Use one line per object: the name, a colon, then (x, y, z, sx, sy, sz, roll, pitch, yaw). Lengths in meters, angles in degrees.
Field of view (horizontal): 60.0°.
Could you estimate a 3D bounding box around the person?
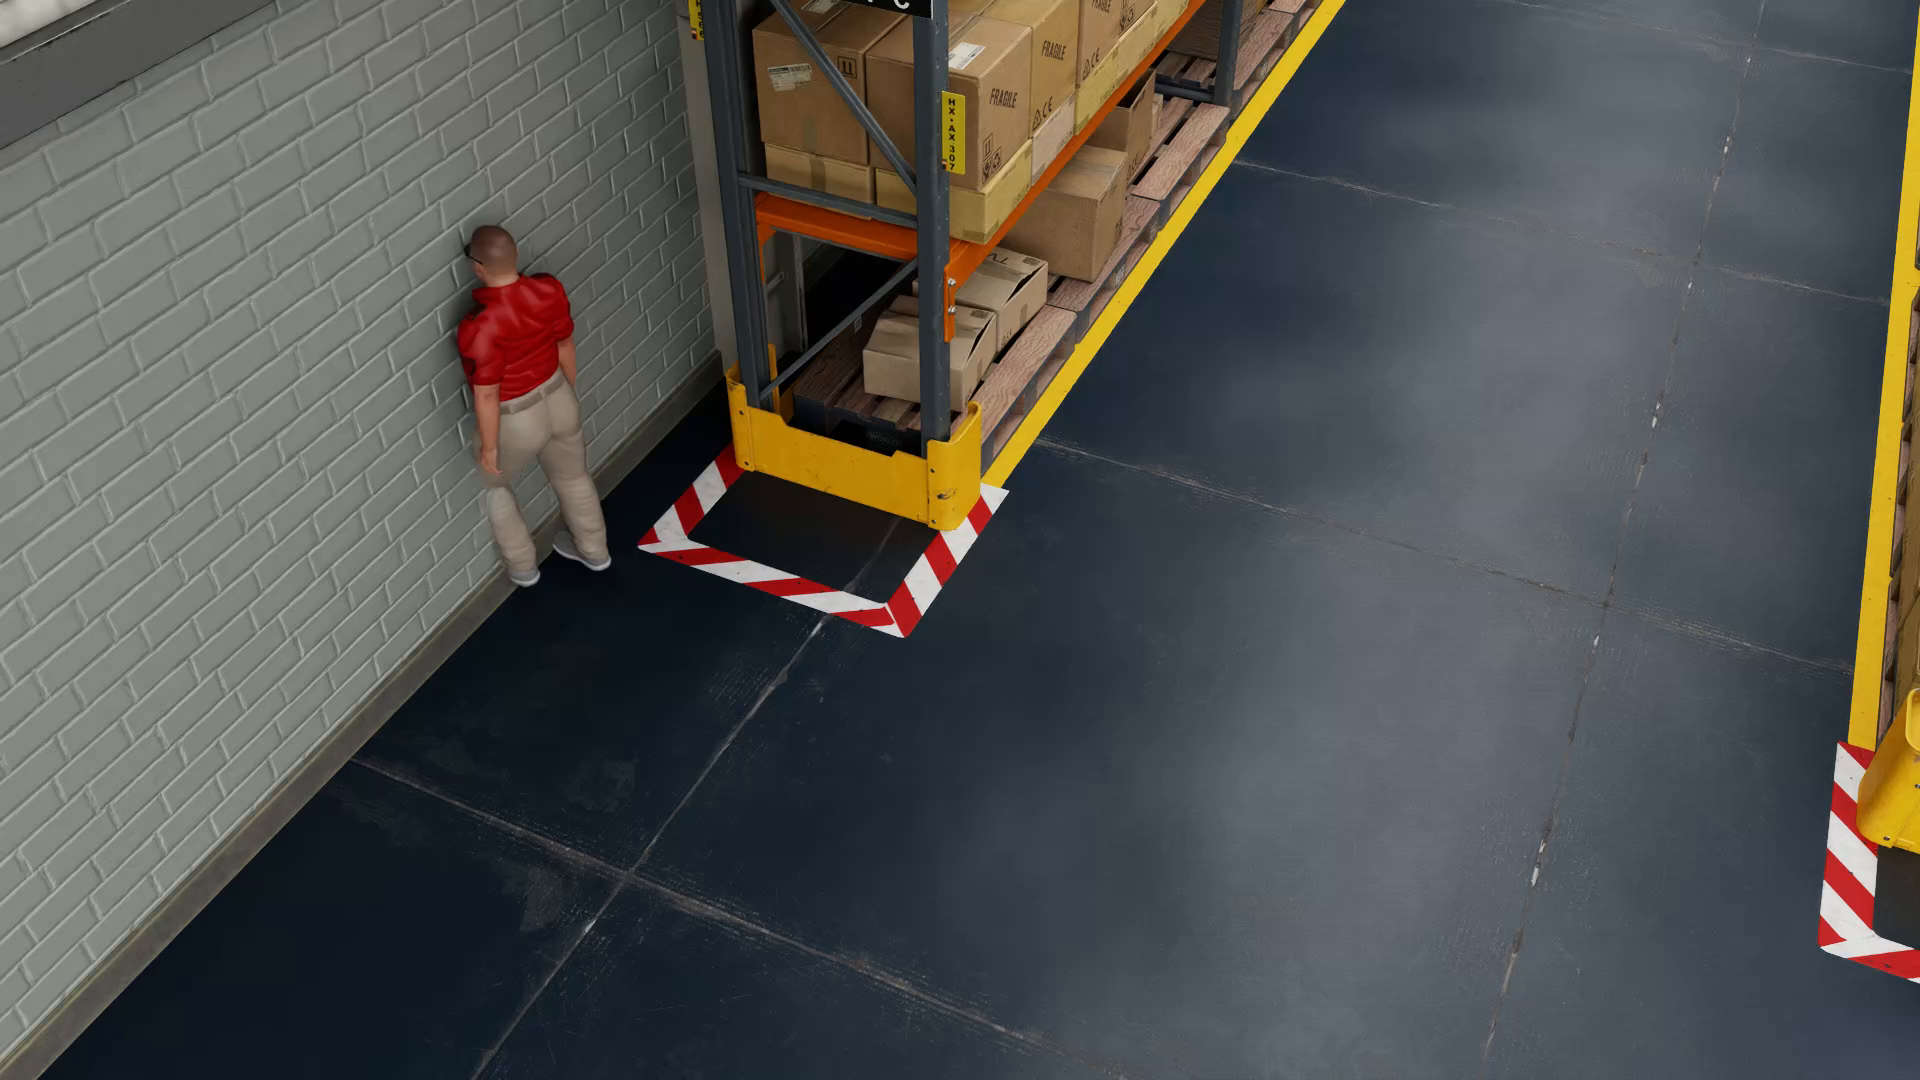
person: (-1.810, -0.530, 6.757, 0.478, 1.727, 0.542, 25, 47, 25)
